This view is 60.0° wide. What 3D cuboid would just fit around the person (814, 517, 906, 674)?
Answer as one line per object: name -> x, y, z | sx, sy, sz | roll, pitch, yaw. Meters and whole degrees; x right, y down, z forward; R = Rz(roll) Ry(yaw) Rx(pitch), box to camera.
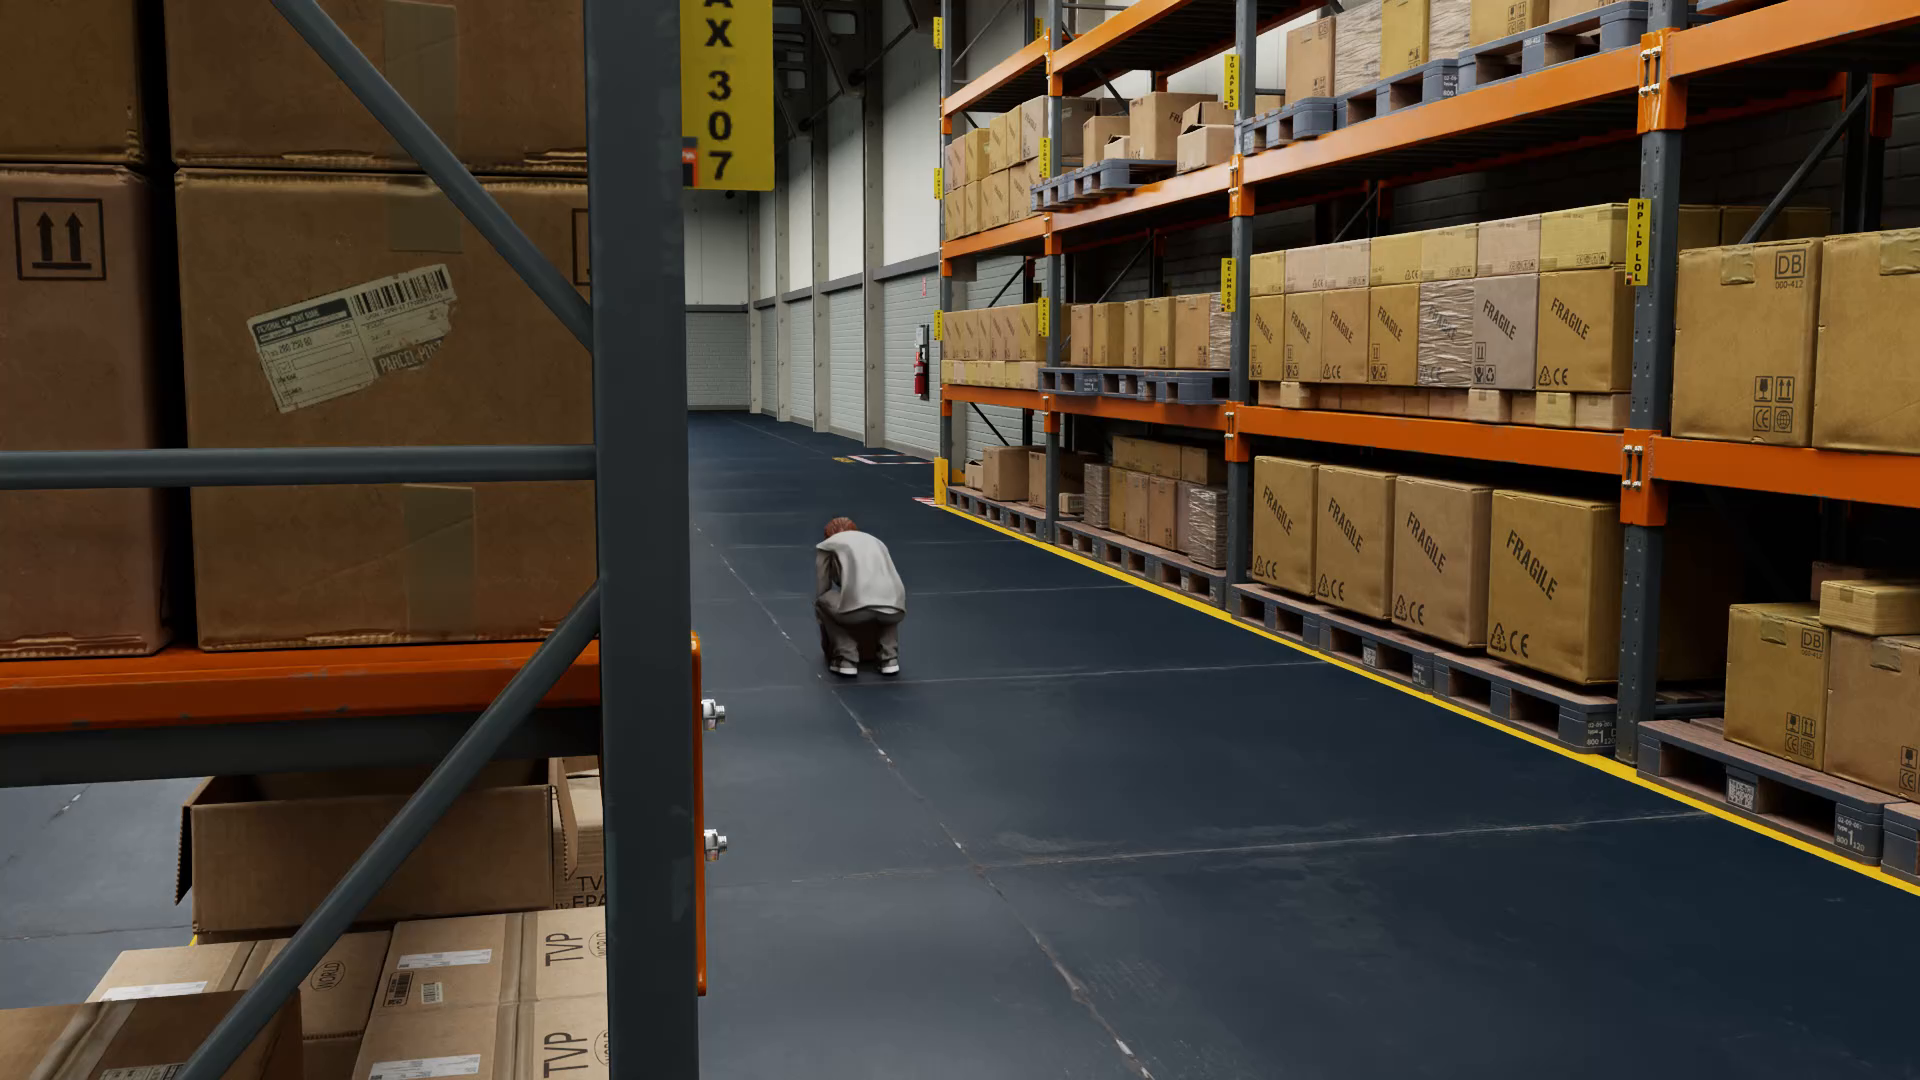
person -> -0.519, 0.289, 8.578 | 0.437, 0.767, 0.806 | -2, 7, -14
